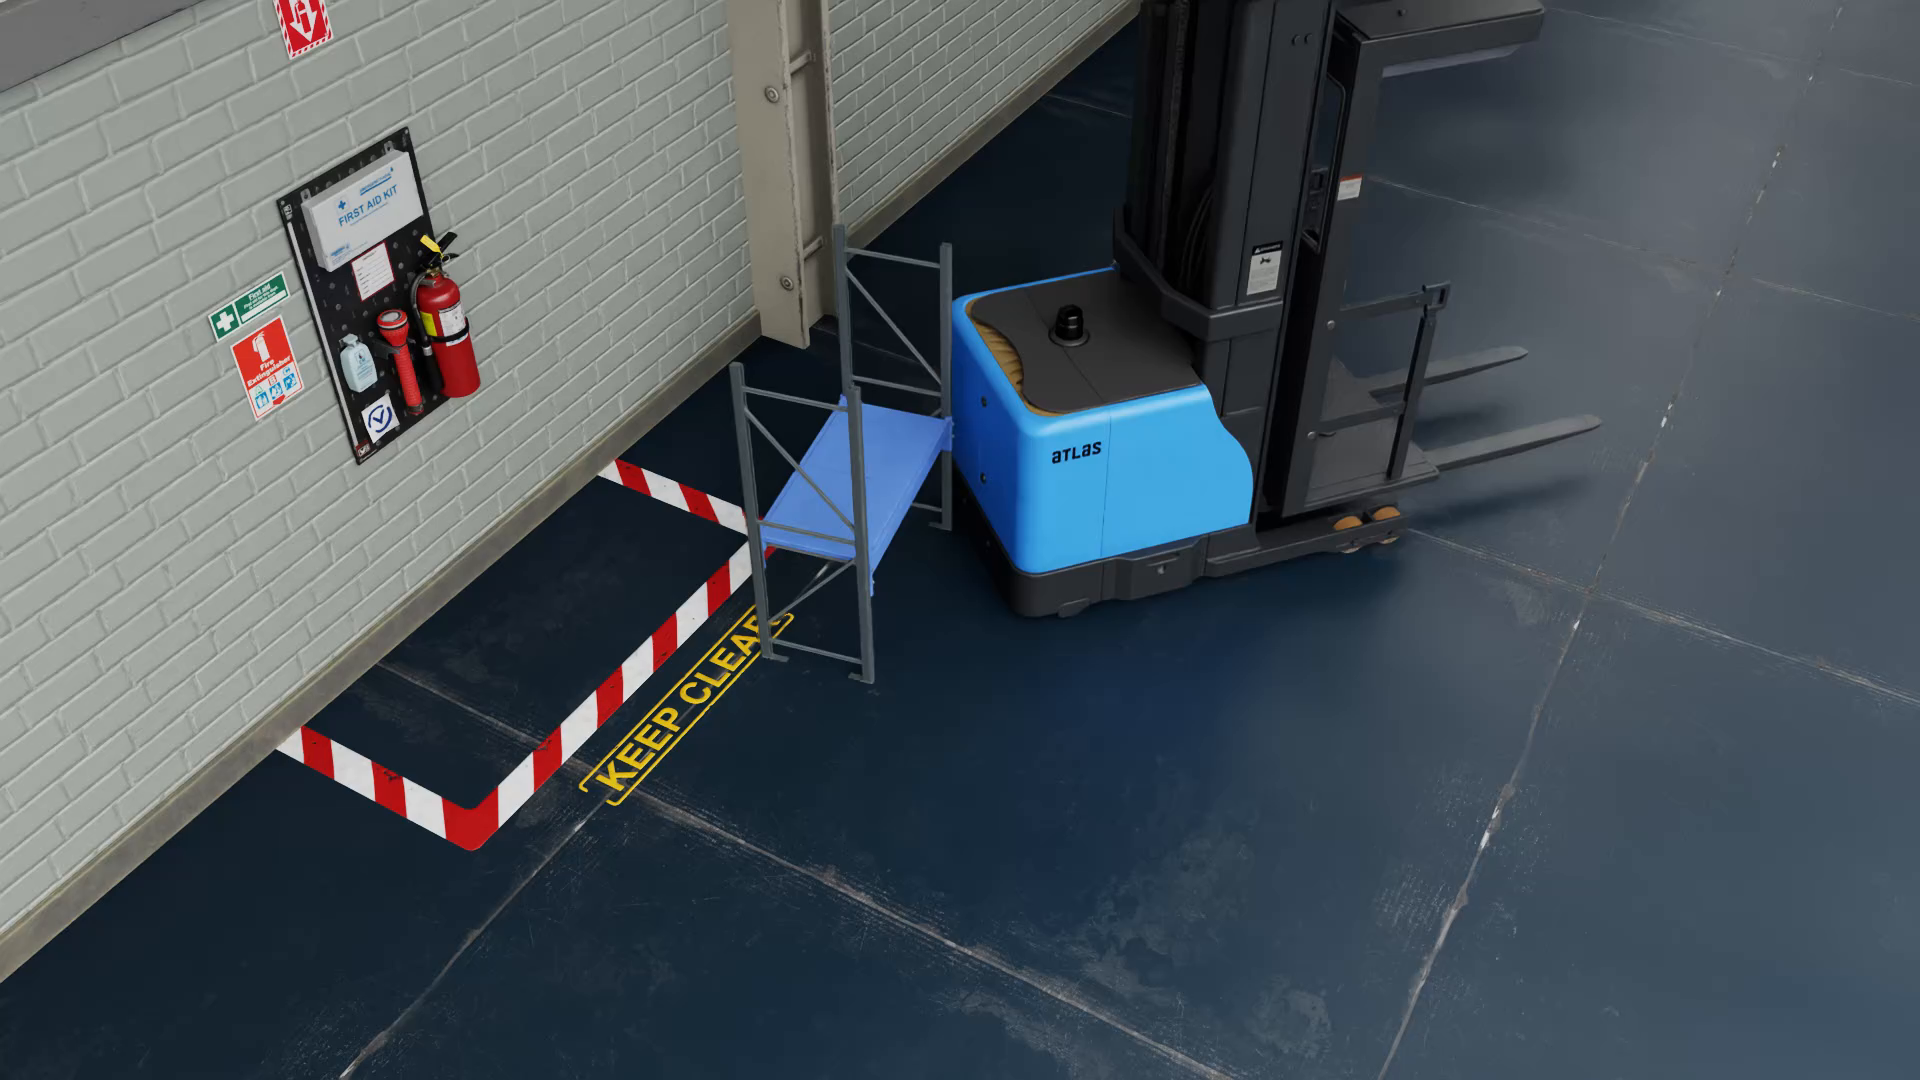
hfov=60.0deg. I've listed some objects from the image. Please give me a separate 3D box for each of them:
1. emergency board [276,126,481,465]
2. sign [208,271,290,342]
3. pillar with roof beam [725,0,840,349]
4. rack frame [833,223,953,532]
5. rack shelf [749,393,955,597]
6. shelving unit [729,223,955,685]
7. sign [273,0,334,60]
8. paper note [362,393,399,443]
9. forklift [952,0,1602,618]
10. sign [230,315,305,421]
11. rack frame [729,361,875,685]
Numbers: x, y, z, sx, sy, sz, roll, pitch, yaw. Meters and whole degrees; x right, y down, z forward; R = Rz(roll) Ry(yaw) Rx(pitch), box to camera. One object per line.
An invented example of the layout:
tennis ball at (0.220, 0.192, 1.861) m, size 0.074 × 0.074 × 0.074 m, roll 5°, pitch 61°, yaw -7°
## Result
emergency board at (-2.117, -0.886, 6.302) m, size 0.194 × 1.169 × 0.643 m, roll 21°, pitch 45°, yaw 22°
sign at (-2.473, -0.816, 5.794) m, size 0.001 × 0.109 × 0.331 m, roll 21°, pitch 45°, yaw 22°
pillar with roof beam at (2.880, -3.115, 4.294) m, size 9.100 × 9.000 × 0.400 m, roll 21°, pitch 45°, yaw 22°
rack frame at (-0.274, -0.662, 7.183) m, size 0.500 × 1.500 × 0.032 m, roll 12°, pitch 43°, yaw 14°
rack shelf at (-0.434, -0.209, 6.940) m, size 0.538 × 0.185 × 1.000 m, roll 12°, pitch 43°, yaw 14°
shelving unit at (-0.434, -0.344, 6.821) m, size 0.538 × 1.500 × 1.048 m, roll 12°, pitch 43°, yaw 14°
sign at (-2.207, -1.784, 5.568) m, size 0.001 × 0.298 × 0.199 m, roll 21°, pitch 45°, yaw 22°
paper note at (-2.265, -0.477, 6.504) m, size 0.016 × 0.148 × 0.142 m, roll 21°, pitch 45°, yaw 22°
forklift at (1.501, -1.358, 6.890) m, size 3.031 × 2.935 × 1.130 m, roll -13°, pitch 43°, yaw -15°
sign at (-2.483, -0.617, 5.970) m, size 0.001 × 0.329 × 0.234 m, roll 21°, pitch 45°, yaw 22°
rack frame at (-0.595, -0.025, 6.459) m, size 0.500 × 1.500 × 0.032 m, roll 12°, pitch 43°, yaw 14°
